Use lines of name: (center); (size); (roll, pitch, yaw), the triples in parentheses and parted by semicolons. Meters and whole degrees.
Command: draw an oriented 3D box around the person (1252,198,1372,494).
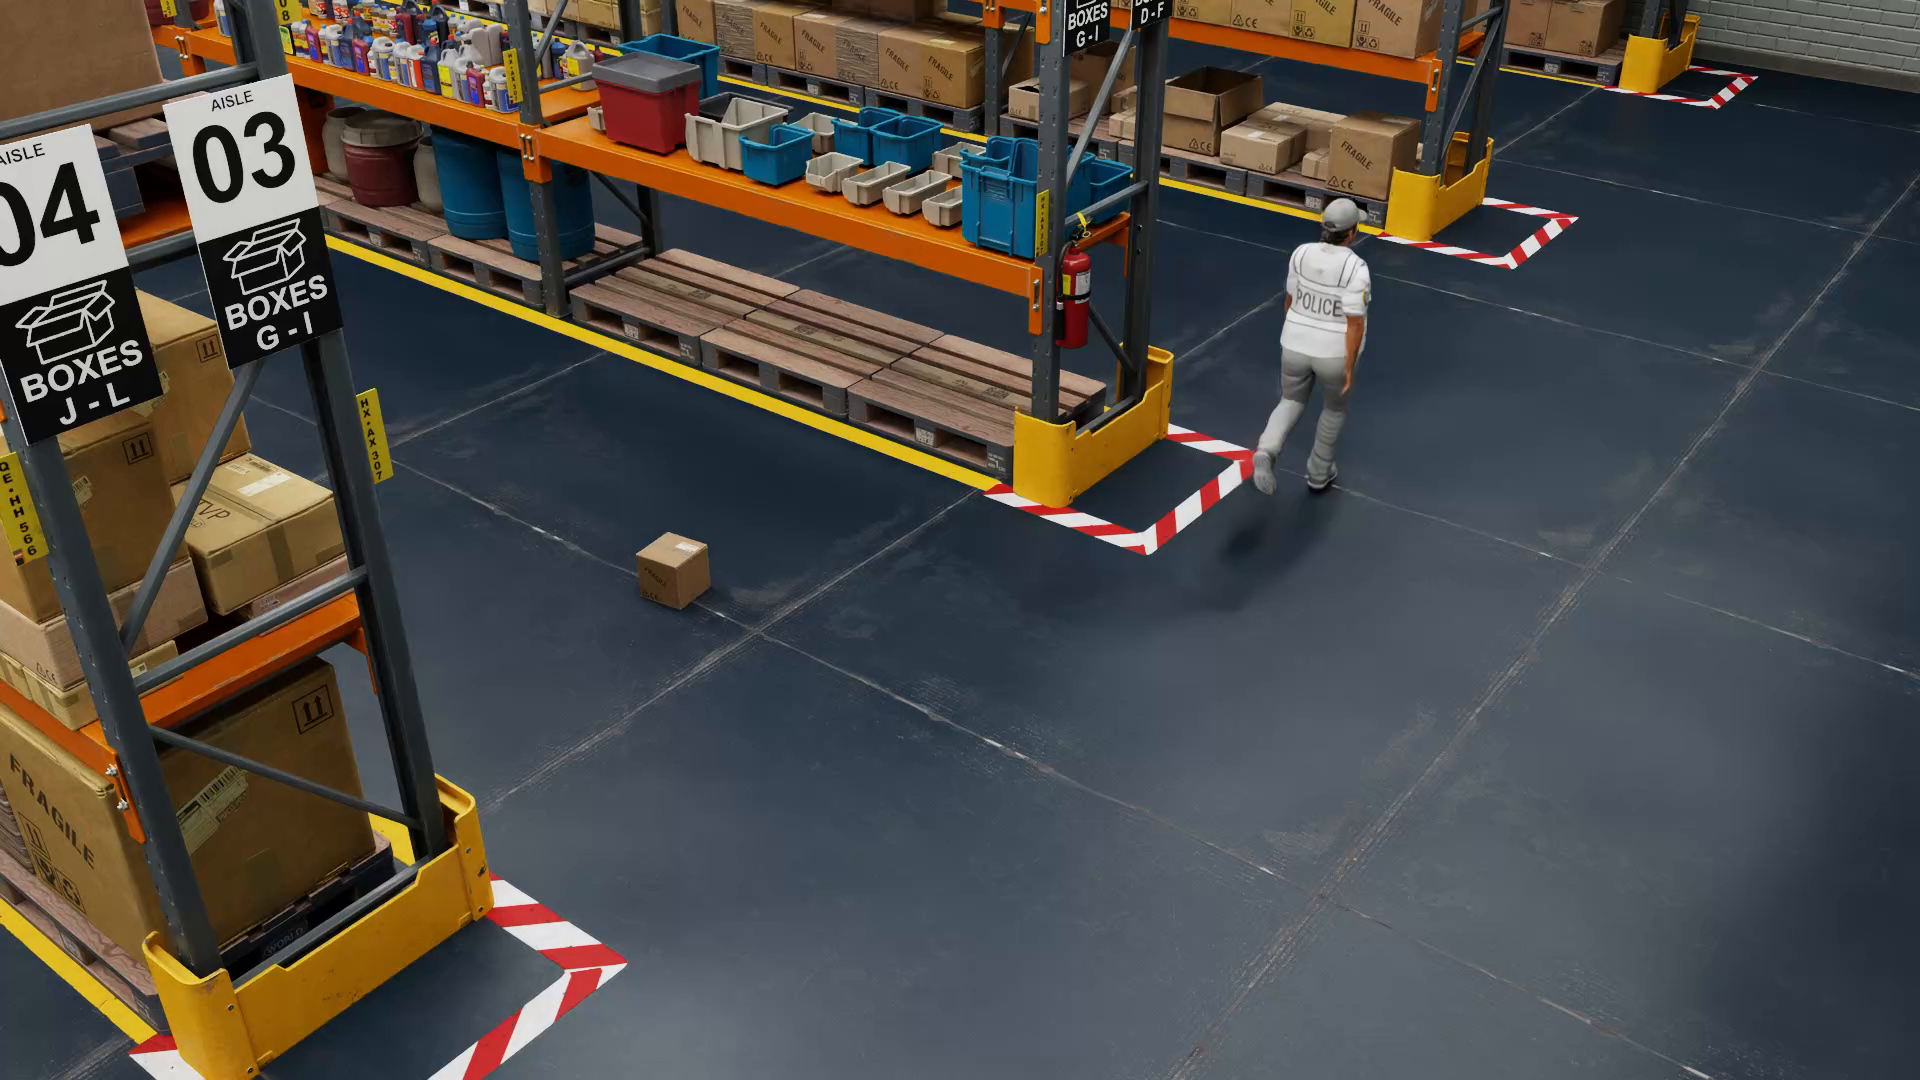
person: (1.876, -0.973, 8.716); (0.477, 1.644, 0.676); (20, 36, 30)
